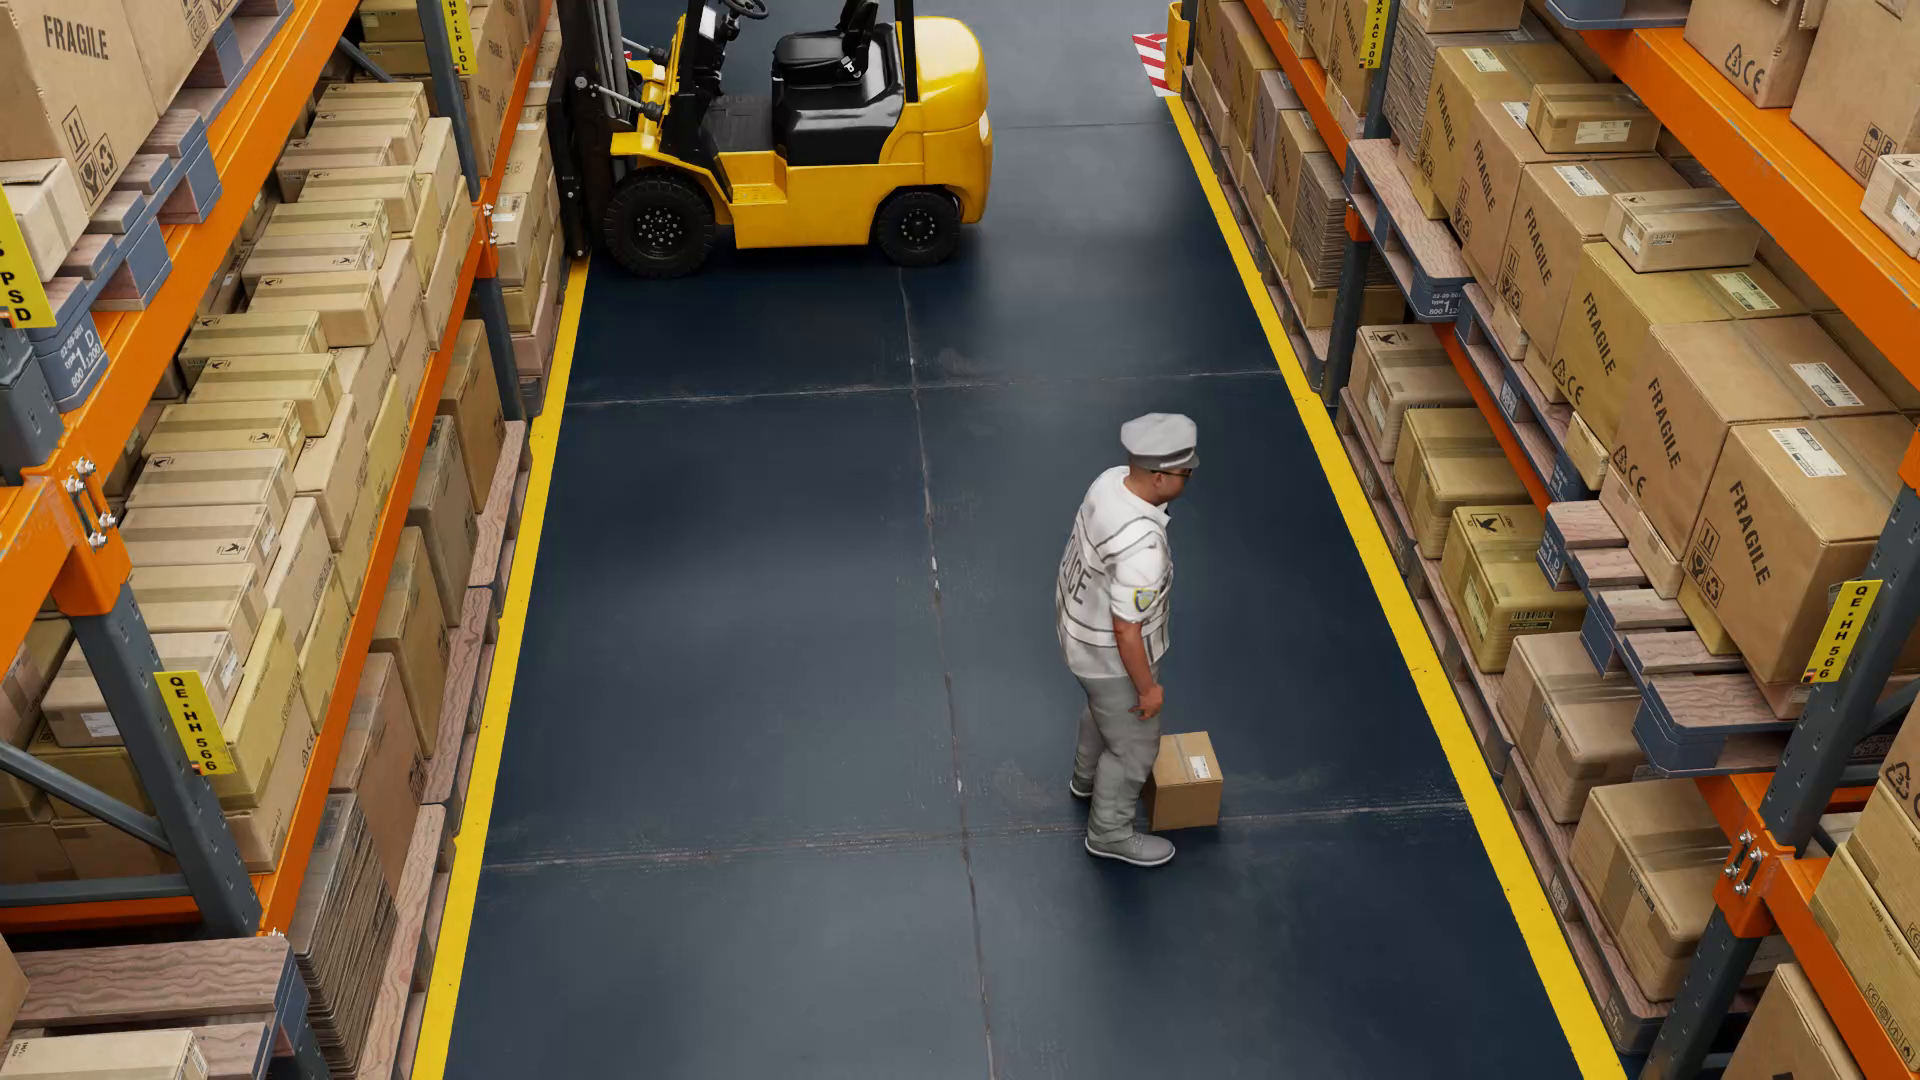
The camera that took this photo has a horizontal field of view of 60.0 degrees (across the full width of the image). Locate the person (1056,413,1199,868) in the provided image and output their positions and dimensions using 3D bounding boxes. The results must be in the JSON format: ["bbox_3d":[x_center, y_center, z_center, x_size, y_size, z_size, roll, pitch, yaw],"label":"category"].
[{"bbox_3d":[0.552,0.343,5.722,0.436,1.748,0.586,-3,39,-4],"label":"person"}]
